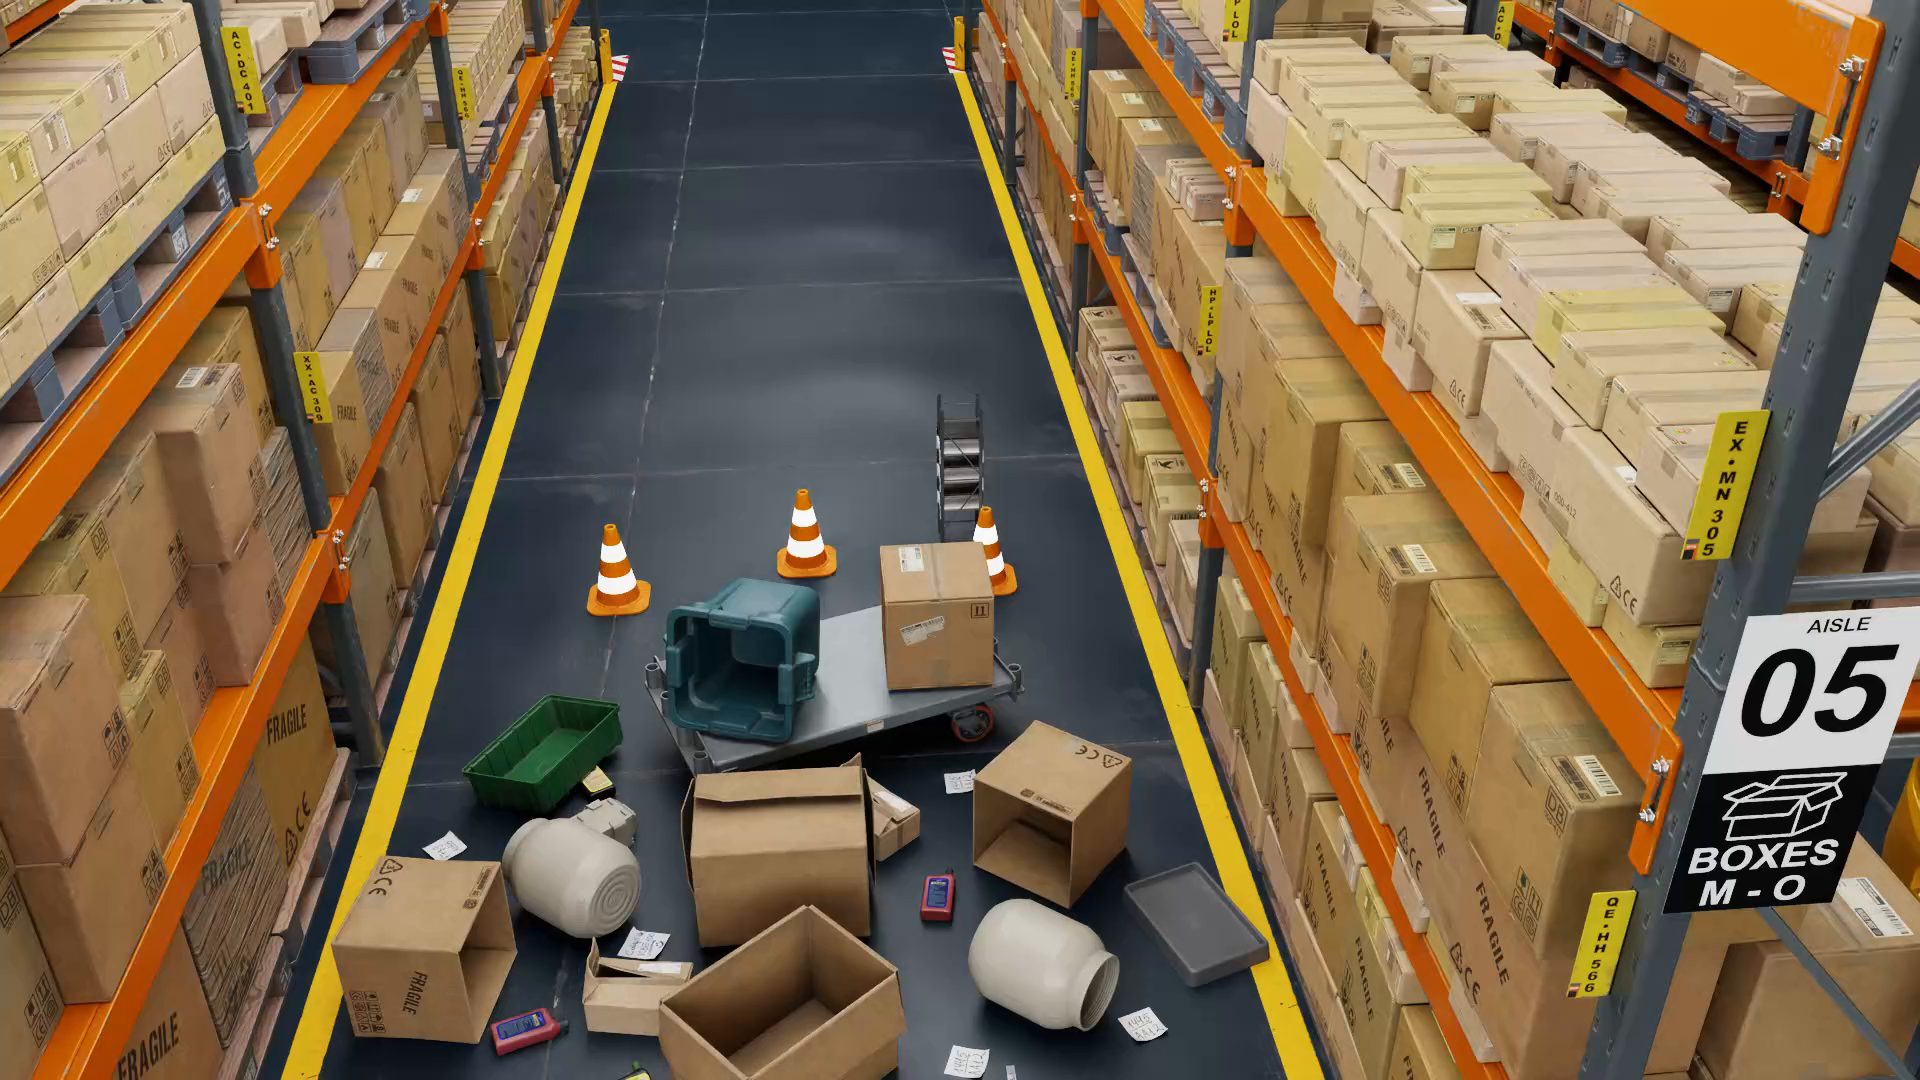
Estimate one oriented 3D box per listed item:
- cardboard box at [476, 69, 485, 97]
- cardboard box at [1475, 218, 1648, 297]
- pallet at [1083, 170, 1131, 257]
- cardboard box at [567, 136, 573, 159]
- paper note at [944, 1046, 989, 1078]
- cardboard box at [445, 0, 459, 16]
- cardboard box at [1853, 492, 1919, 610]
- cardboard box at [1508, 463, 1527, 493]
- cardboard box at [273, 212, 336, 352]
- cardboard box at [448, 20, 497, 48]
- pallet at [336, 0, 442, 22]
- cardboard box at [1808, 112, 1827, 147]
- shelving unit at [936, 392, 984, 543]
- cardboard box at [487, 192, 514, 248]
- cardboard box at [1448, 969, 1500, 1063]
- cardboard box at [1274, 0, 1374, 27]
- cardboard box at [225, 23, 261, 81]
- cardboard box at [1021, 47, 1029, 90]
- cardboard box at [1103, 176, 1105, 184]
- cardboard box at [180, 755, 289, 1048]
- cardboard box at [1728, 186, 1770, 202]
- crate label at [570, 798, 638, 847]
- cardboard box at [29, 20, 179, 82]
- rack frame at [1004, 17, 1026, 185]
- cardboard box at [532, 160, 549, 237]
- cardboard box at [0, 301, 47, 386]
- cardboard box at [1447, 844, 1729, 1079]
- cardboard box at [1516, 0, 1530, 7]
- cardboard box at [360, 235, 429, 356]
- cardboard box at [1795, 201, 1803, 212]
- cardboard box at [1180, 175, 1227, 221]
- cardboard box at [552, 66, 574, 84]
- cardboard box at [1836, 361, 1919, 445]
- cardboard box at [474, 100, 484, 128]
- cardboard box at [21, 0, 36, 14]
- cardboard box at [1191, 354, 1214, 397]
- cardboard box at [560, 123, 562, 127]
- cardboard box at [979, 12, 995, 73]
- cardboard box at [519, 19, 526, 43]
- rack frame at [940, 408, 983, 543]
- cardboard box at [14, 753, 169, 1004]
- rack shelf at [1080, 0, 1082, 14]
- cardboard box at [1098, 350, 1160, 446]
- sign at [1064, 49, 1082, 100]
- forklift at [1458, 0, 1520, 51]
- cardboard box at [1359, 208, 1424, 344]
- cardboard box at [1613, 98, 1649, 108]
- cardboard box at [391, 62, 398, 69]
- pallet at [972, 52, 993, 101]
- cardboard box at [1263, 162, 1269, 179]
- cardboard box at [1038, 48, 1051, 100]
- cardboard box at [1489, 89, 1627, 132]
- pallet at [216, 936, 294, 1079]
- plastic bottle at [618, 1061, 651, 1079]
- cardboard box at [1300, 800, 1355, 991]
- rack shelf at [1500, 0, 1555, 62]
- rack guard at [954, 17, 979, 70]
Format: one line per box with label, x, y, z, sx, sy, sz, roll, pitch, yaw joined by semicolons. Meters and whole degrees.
cardboard box;-3.585;-3.234;11.784;0.380;0.149;0.250;-3;31;-5
cardboard box;1.689;-0.787;4.684;0.380;0.149;0.250;-4;31;-6
pallet;1.454;-2.094;10.518;1.213;0.211;1.003;-3;31;-5
cardboard box;-3.750;-3.582;15.193;0.380;0.149;0.250;-2;31;-3
paper note;0.029;2.001;6.382;0.148;0.019;0.142;8;32;13
cardboard box;-4.338;-4.693;14.294;0.500;0.500;0.500;-3;31;-5
cardboard box;2.247;-0.071;3.876;0.500;0.250;0.500;-3;31;-5
cardboard box;1.713;-0.195;4.471;0.380;0.149;0.250;-3;31;-4
cardboard box;-3.366;-1.192;7.749;0.700;0.500;0.500;-3;31;-5
cardboard box;-3.659;-3.755;12.368;0.380;0.149;0.250;-4;31;-7
pallet;-3.525;-3.127;9.319;1.213;0.211;1.003;-1;31;-2
cardboard box;5.996;-2.686;10.980;0.500;0.250;0.500;-3;31;-5
shelving unit;-0.001;-0.390;9.527;0.258;0.900;0.210;-3;31;-5
cardboard box;-3.509;-2.298;11.970;0.500;0.250;0.500;-3;31;-5
cardboard box;1.647;1.352;4.806;0.380;0.149;0.250;-3;31;-5
cardboard box;1.474;-2.401;7.169;0.500;0.250;0.500;-2;31;-3
cardboard box;-3.072;-1.978;6.835;0.258;0.266;0.396;-3;31;-5
cardboard box;0.768;-3.749;13.248;0.500;0.250;0.500;-3;31;-5
cardboard box;1.119;-2.287;10.489;0.380;0.149;0.250;-5;31;-8
cardboard box;-3.187;1.312;6.291;0.875;0.875;0.875;-3;31;-4
cardboard box;5.868;-2.538;12.471;0.380;0.149;0.250;-4;31;-7
crate label;-1.606;1.289;7.458;0.250;0.136;0.298;27;40;37
cardboard box;-2.889;-1.649;5.622;0.380;0.149;0.250;-3;31;-5
rack frame;0.908;-4.577;14.489;1.000;3.000;0.127;-3;31;-5
cardboard box;-3.644;-2.768;13.488;0.500;0.500;0.500;-3;31;-6
cardboard box;-2.746;-0.530;4.525;0.380;0.149;0.250;-2;31;-4
cardboard box;1.704;1.115;4.572;0.500;0.500;0.500;-3;31;-5
cardboard box;5.474;-5.123;15.648;0.380;0.149;0.250;-2;31;-3
cardboard box;-3.184;-1.301;8.906;0.500;0.500;0.500;-2;31;-4
cardboard box;6.486;-2.579;12.538;0.380;0.149;0.250;-2;31;-3
cardboard box;1.310;-1.699;8.239;0.380;0.149;0.250;-4;31;-6
cardboard box;-3.958;-4.485;16.125;0.380;0.149;0.250;-3;31;-4
cardboard box;2.159;-0.292;3.857;0.380;0.149;0.250;-3;31;-5
cardboard box;-3.556;-2.969;11.632;0.380;0.149;0.250;-1;31;-2
cardboard box;-8.803;-4.958;15.370;0.380;0.149;0.250;-4;31;-6
cardboard box;1.332;-0.815;8.025;0.380;0.149;0.250;-2;31;-4
cardboard box;-3.921;-3.959;15.533;0.380;0.149;0.250;-4;31;-7
cardboard box;0.695;-5.368;17.901;0.875;0.438;0.875;-4;31;-6
cardboard box;-3.777;-4.168;13.639;0.380;0.149;0.250;-3;31;-6
rack frame;0.009;-0.339;9.440;0.240;0.900;0.006;-3;31;-5
cardboard box;-2.970;1.015;4.980;0.875;0.550;0.550;-3;31;-5
rack shelf;1.094;-4.535;12.195;1.077;0.370;4.000;-3;31;-5
cardboard box;1.401;-0.922;10.522;0.950;0.372;0.625;-3;31;-6
sign;0.729;-3.004;10.726;0.100;0.325;0.005;-3;31;-5
forklift;2.804;-2.286;10.720;1.130;2.935;3.031;3;31;5
cardboard box;1.564;-0.829;5.145;0.500;0.250;0.500;-2;31;-4
cardboard box;5.756;-3.739;14.480;0.380;0.149;0.250;-4;31;-7
cardboard box;-4.260;-3.335;11.955;0.380;0.149;0.250;-2;31;-3
pallet;0.686;-5.018;17.946;1.003;0.211;1.213;-3;31;-5
cardboard box;1.438;-1.500;6.657;0.380;0.149;0.250;-3;31;-5
cardboard box;0.863;-3.443;12.248;0.500;0.250;0.500;-4;31;-6
cardboard box;2.093;-1.472;5.831;0.380;0.149;0.250;-2;31;-3
pallet;-3.154;2.009;6.181;1.003;0.211;1.213;-3;31;-5
plastic bottle;-1.208;2.074;6.219;0.133;0.061;0.283;-14;33;-22
cardboard box;1.602;1.307;6.178;0.500;0.500;0.500;-3;31;-6
rack shelf;5.662;-5.529;16.784;1.077;0.370;4.000;-3;31;-5
rack guard;0.532;-5.559;18.569;1.175;0.500;0.348;-3;31;-5
